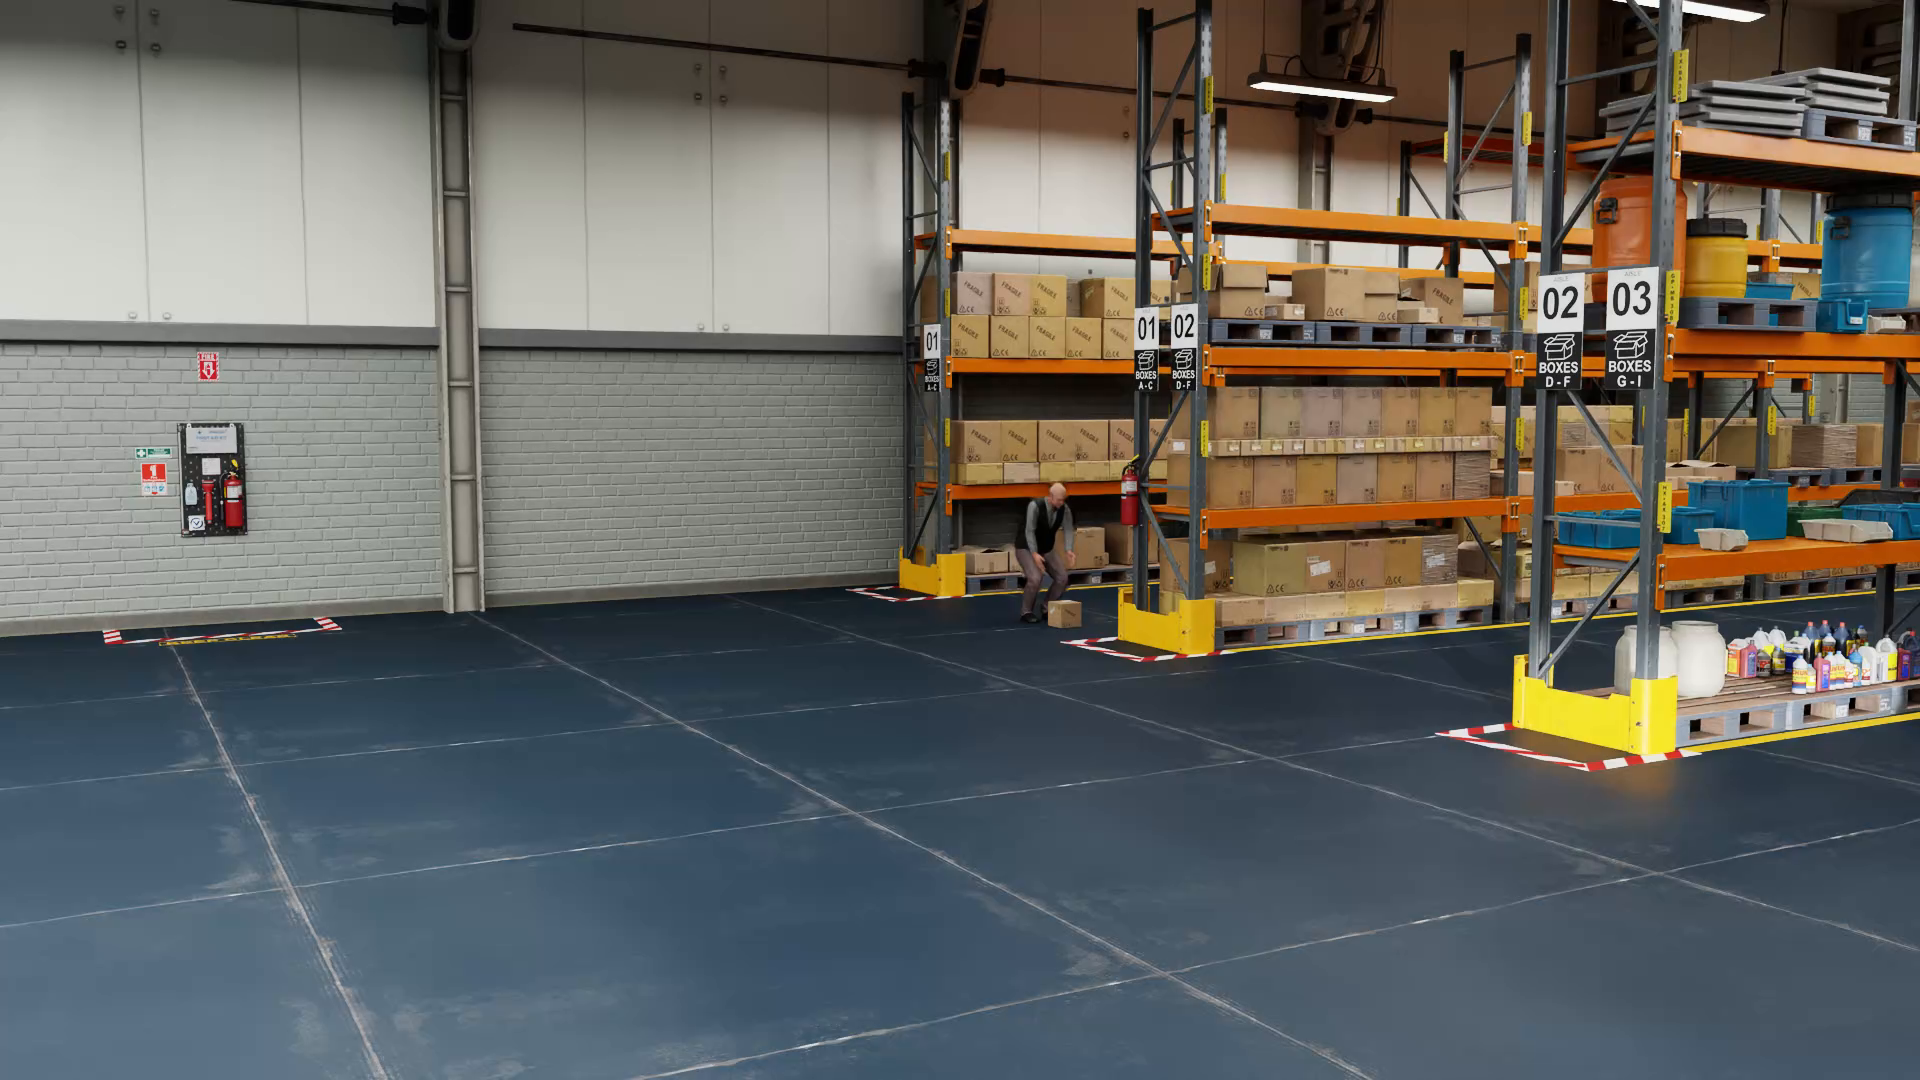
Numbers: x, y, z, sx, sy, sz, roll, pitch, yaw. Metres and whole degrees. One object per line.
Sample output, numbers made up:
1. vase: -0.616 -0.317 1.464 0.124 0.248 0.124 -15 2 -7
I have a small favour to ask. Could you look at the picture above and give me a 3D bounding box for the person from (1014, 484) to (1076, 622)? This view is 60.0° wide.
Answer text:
1. person: 0.896 0.130 17.469 0.590 1.455 0.670 -3 6 -28
